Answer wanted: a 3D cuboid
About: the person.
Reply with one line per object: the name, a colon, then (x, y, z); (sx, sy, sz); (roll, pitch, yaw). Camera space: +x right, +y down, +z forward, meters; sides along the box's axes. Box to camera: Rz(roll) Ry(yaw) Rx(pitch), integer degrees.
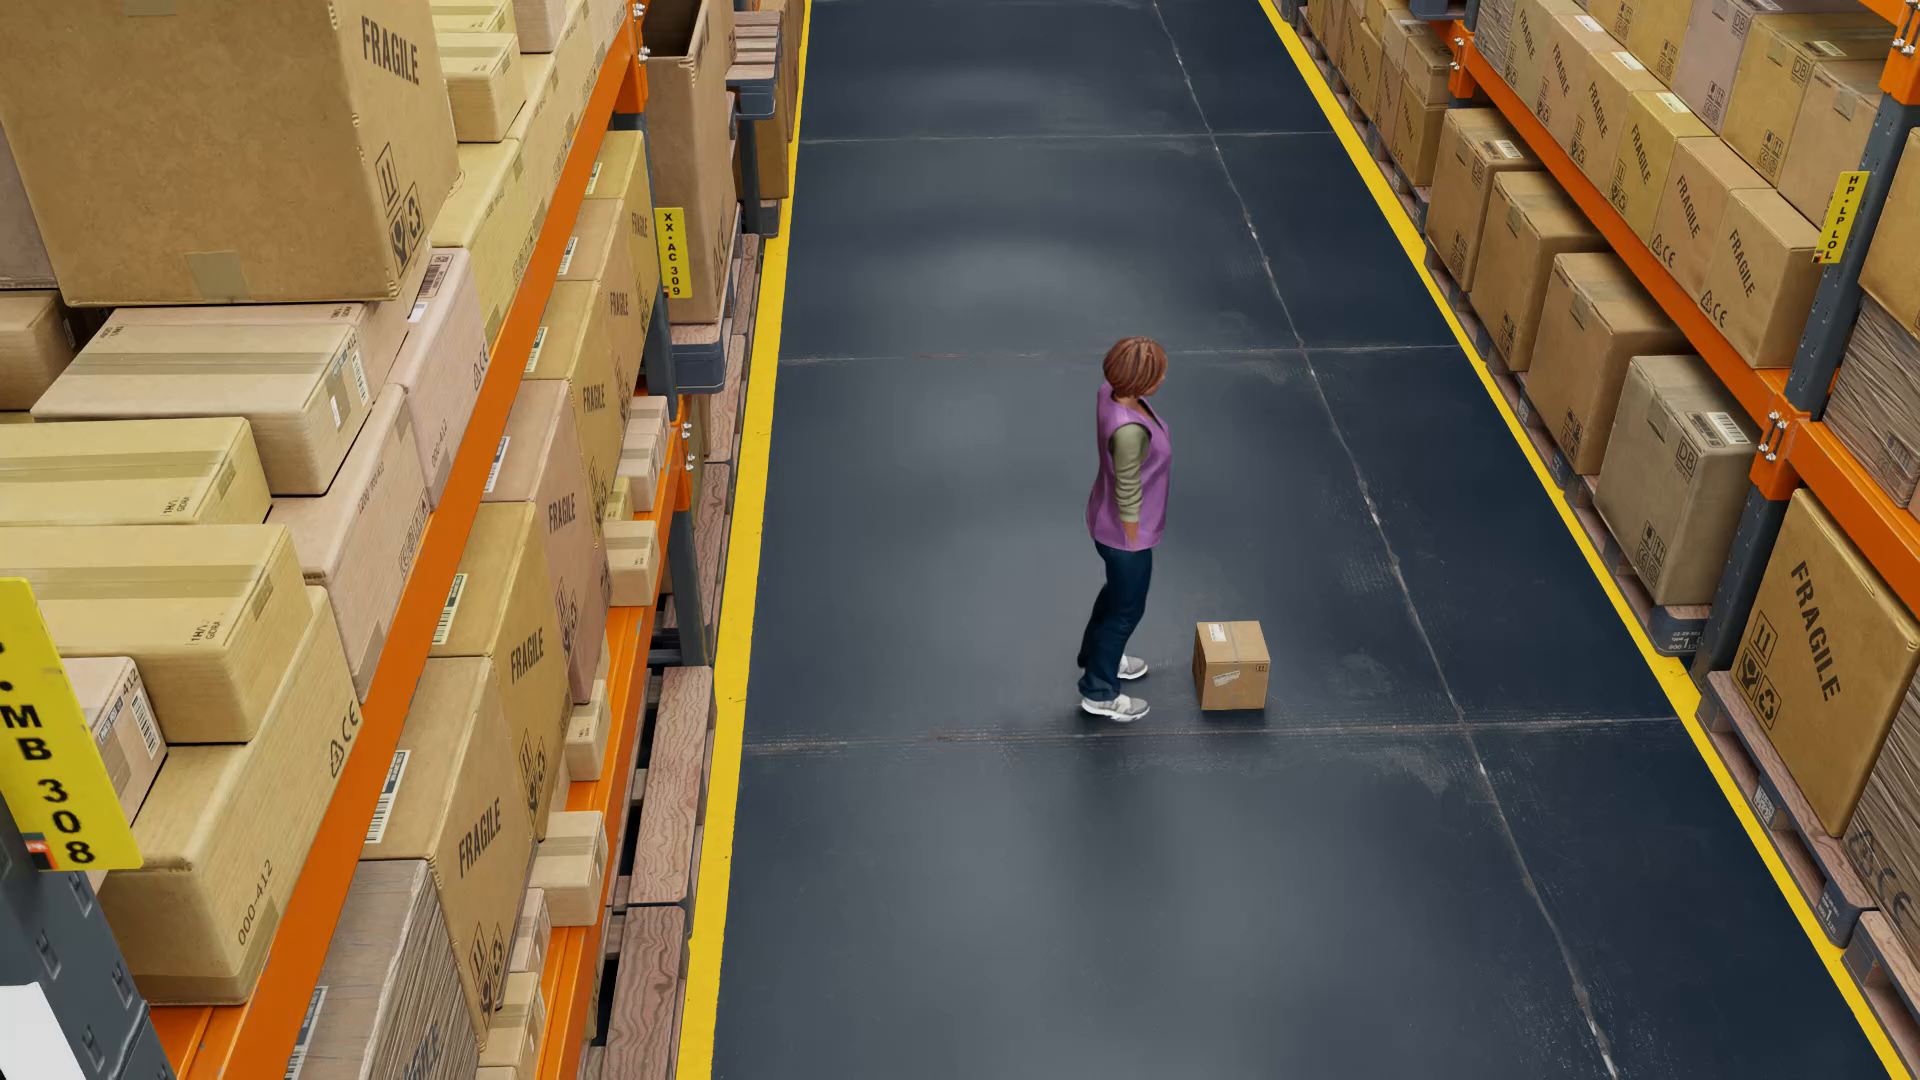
person: (0.615, -0.048, 6.237); (0.312, 1.605, 0.407); (-1, 36, -1)
